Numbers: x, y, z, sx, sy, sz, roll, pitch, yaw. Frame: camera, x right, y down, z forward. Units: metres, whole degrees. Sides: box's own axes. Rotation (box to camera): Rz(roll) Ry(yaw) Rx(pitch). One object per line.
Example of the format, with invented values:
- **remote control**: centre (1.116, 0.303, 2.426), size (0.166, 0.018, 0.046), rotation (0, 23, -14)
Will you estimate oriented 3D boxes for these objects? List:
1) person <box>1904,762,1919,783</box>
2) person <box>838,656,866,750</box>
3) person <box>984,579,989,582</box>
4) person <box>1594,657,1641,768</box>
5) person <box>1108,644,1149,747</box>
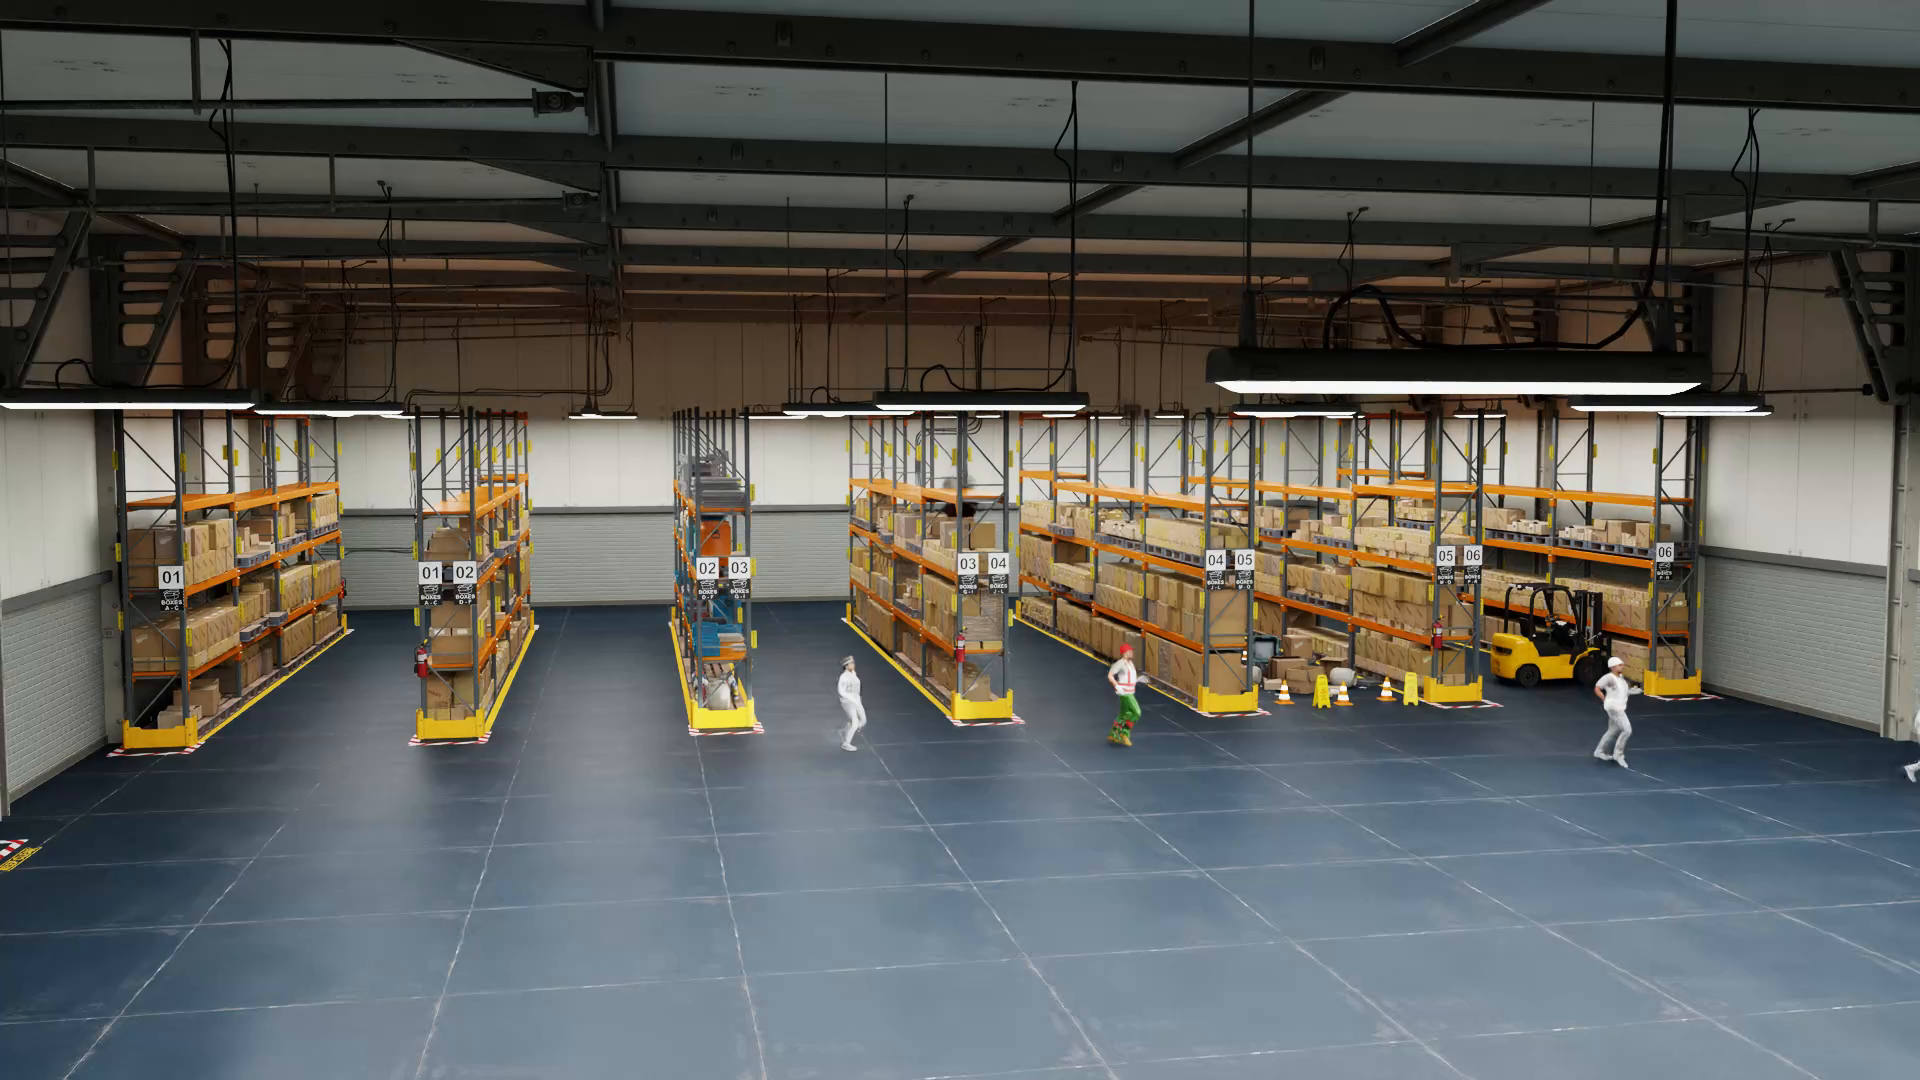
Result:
- **person**: centre (14.872, 3.084, 25.554), size (0.626, 1.681, 0.601), rotation (-4, 5, -41)
- **person**: centre (-1.891, 2.838, 29.027), size (0.472, 1.663, 0.624), rotation (2, 4, 22)
- **person**: centre (0.863, 1.458, 48.921), size (0.644, 1.635, 0.622), rotation (3, 5, 38)
- **person**: centre (10.955, 2.865, 27.717), size (0.711, 1.836, 0.655), rotation (3, 5, 32)
- **person**: centre (2.964, 2.745, 29.432), size (0.721, 1.804, 0.632), rotation (2, 4, 22)
